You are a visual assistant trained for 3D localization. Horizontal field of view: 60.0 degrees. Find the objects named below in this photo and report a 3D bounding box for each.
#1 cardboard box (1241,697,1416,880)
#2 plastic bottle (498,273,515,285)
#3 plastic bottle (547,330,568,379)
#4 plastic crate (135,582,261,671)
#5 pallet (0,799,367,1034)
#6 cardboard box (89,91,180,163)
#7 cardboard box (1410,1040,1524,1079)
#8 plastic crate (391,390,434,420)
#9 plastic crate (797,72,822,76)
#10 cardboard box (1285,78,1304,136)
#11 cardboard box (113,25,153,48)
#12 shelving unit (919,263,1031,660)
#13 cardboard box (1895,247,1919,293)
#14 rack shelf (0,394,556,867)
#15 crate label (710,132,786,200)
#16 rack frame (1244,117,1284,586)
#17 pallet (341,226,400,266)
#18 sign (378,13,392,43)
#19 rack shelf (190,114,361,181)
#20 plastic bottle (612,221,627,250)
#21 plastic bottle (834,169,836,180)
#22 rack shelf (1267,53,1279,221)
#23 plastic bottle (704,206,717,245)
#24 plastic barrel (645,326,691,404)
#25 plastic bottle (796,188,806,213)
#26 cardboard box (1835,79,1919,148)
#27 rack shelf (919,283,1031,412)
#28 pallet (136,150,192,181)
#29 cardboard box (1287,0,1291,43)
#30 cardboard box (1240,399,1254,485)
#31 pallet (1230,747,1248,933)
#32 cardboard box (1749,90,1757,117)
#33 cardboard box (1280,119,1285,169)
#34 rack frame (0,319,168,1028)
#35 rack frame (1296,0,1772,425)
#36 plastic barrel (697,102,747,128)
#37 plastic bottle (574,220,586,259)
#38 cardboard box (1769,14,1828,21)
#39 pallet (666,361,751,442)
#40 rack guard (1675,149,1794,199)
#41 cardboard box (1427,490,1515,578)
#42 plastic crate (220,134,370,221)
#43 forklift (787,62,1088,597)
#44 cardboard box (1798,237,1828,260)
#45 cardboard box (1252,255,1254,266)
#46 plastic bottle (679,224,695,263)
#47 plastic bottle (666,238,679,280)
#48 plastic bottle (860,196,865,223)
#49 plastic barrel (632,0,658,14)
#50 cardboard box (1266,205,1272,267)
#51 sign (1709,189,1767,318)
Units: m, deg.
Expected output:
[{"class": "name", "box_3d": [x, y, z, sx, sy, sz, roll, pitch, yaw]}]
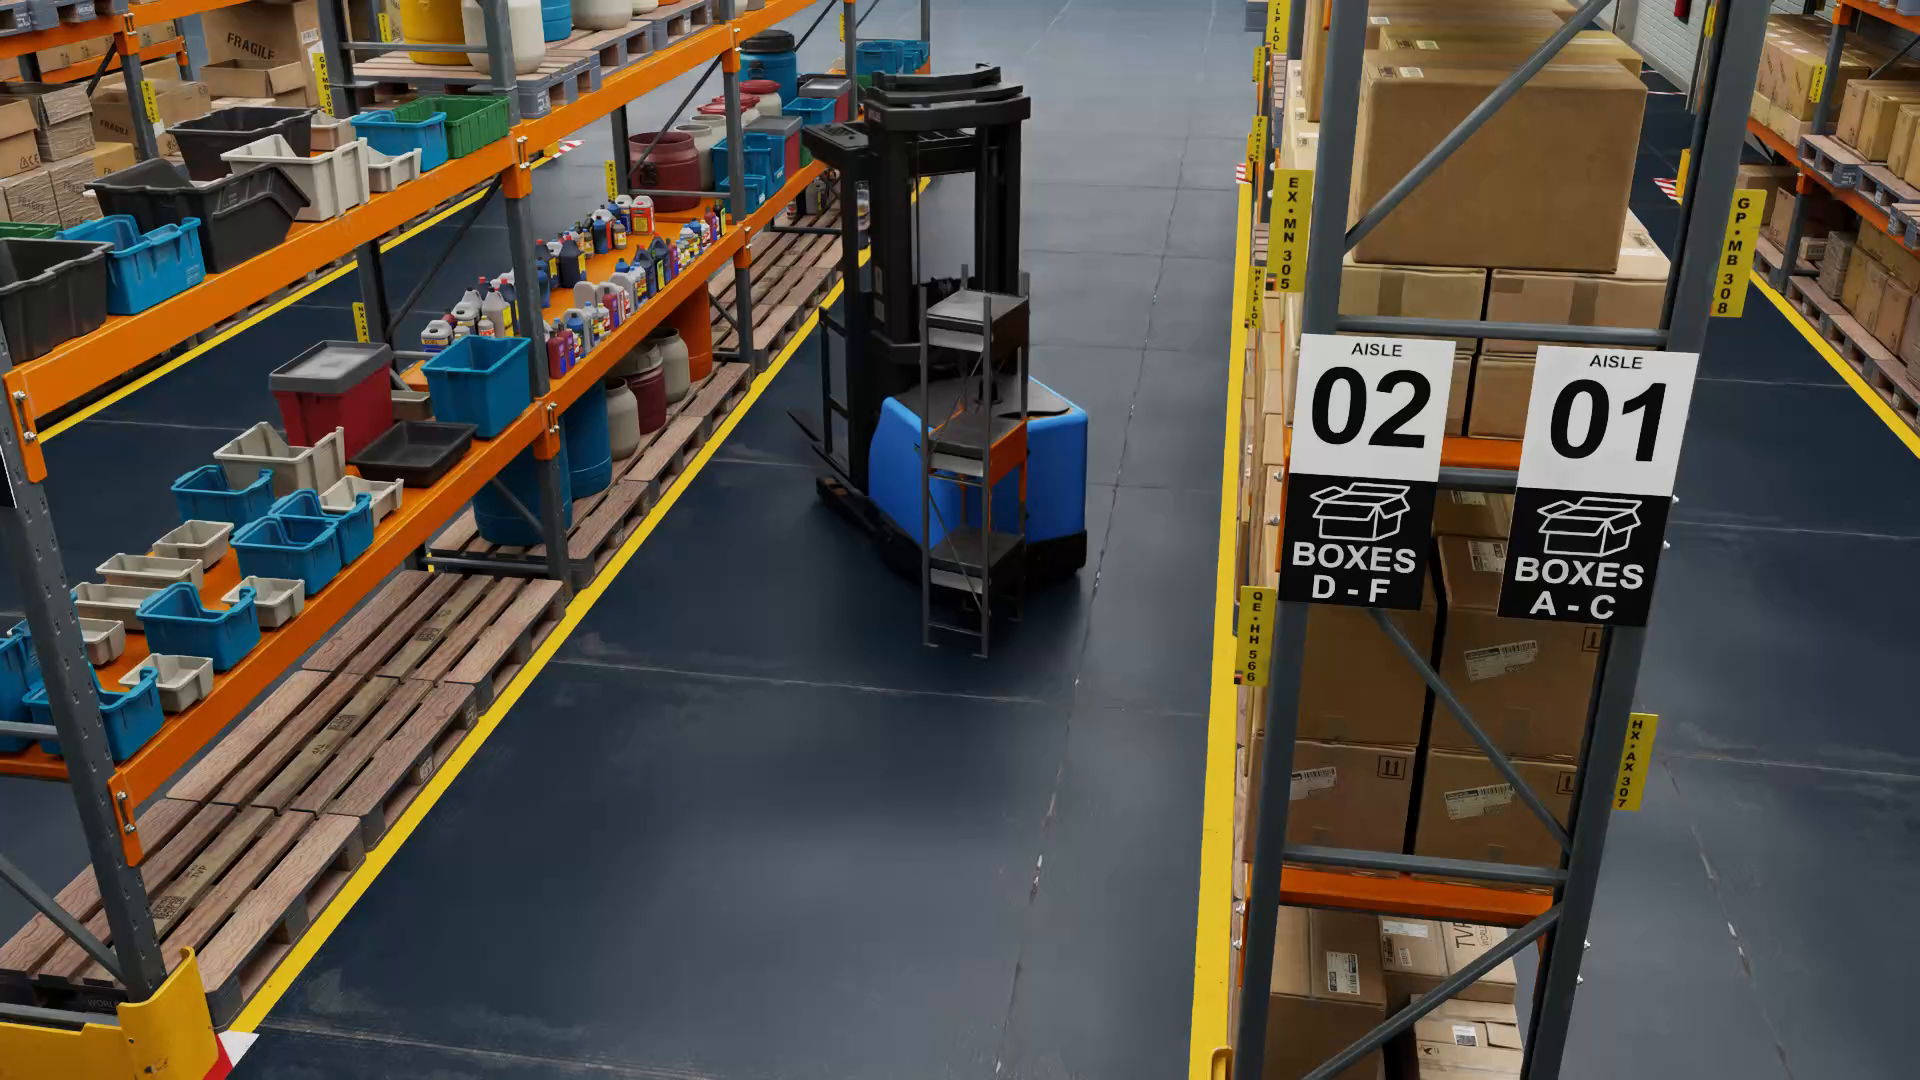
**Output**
[{"class": "cardboard box", "box_3d": [1.211, 0.747, 5.498, 0.500, 0.500, 0.500, 5, 26, 10]}, {"class": "plastic bottle", "box_3d": [-2.917, -1.570, 10.713, 0.152, 0.276, 0.135, 4, 25, 9]}, {"class": "plastic bottle", "box_3d": [-2.345, -1.090, 9.679, 0.061, 0.283, 0.133, 4, 25, 9]}, {"class": "plastic crate", "box_3d": [-3.007, 0.347, 6.598, 0.416, 0.233, 0.300, 4, 25, 9]}, {"class": "pallet", "box_3d": [-3.307, 1.574, 7.137, 1.003, 0.211, 1.213, 4, 25, 9]}, {"class": "cardboard box", "box_3d": [-7.010, -3.499, 14.075, 0.500, 0.500, 0.500, 1, 25, 2]}, {"class": "cardboard box", "box_3d": [1.814, 1.939, 5.913, 0.380, 0.149, 0.250, 4, 25, 9]}, {"class": "plastic crate", "box_3d": [-3.043, -0.742, 9.038, 0.396, 0.136, 0.243, 4, 25, 9]}, {"class": "plastic crate", "box_3d": [-1.606, -4.779, 17.598, 0.499, 0.251, 0.616, 4, 25, 9]}, {"class": "cardboard box", "box_3d": [1.655, -1.796, 7.098, 0.500, 0.250, 0.500, 4, 25, 9]}, {"class": "cardboard box", "box_3d": [-10.713, -6.445, 20.804, 0.875, 0.550, 0.550, 4, 25, 9]}, {"class": "shelving unit", "box_3d": [0.082, -0.413, 9.155, 0.431, 2.100, 0.503, 12, 28, 23]}, {"class": "cardboard box", "box_3d": [7.902, -2.167, 13.386, 0.500, 0.250, 0.500, 4, 25, 8]}, {"class": "rack shelf", "box_3d": [-3.153, 0.143, 7.755, 1.077, 0.370, 4.000, 4, 25, 9]}, {"class": "crate label", "box_3d": [-1.743, -3.105, 13.804, 0.502, 0.435, 0.616, 4, 25, 9]}, {"class": "rack frame", "box_3d": [2.060, -0.675, 8.653, 1.000, 3.000, 0.127, 4, 25, 9]}, {"class": "pallet", "box_3d": [-6.531, -3.120, 17.166, 1.003, 0.211, 1.213, 4, 25, 9]}, {"class": "sign", "box_3d": [-5.857, -5.196, 16.946, 0.100, 0.325, 0.005, 4, 25, 9]}, {"class": "rack shelf", "box_3d": [-6.732, -3.546, 15.636, 1.077, 0.370, 4.000, 4, 25, 9]}, {"class": "plastic bottle", "box_3d": [-2.512, -2.249, 12.251, 0.097, 0.201, 0.097, 0, 25, 0]}, {"class": "plastic bottle", "box_3d": [-1.469, -4.265, 19.023, 0.097, 0.271, 0.097, 0, 25, 0]}, {"class": "rack shelf", "box_3d": [2.387, -2.544, 9.956, 1.077, 0.370, 4.000, 4, 25, 9]}, {"class": "plastic bottle", "box_3d": [-1.855, -2.344, 12.357, 0.061, 0.283, 0.133, 4, 25, 9]}, {"class": "plastic barrel", "box_3d": [-2.240, -1.307, 12.444, 0.421, 0.512, 0.421, 0, 25, 0]}, {"class": "plastic bottle", "box_3d": [-1.698, -3.654, 17.624, 0.144, 0.351, 0.185, 3, 25, 7]}, {"class": "cardboard box", "box_3d": [8.138, -3.713, 14.507, 0.700, 0.500, 0.500, 4, 25, 9]}, {"class": "rack shelf", "box_3d": [0.082, -1.034, 8.864, 0.431, 0.518, 0.480, 12, 28, 23]}, {"class": "pallet", "box_3d": [-7.048, -3.254, 14.390, 1.213, 0.211, 1.003, 4, 25, 9]}, {"class": "cardboard box", "box_3d": [2.676, -3.566, 11.175, 0.910, 0.500, 0.500, 4, 25, 9]}, {"class": "cardboard box", "box_3d": [2.110, -0.597, 10.916, 0.500, 0.500, 0.500, 3, 25, 7]}, {"class": "pallet", "box_3d": [1.750, 1.387, 7.537, 1.003, 0.211, 1.213, 4, 25, 9]}, {"class": "cardboard box", "box_3d": [8.271, -4.469, 16.912, 0.500, 0.250, 0.500, 4, 25, 9]}, {"class": "cardboard box", "box_3d": [1.736, -1.779, 7.651, 0.500, 0.250, 0.500, 4, 25, 9]}, {"class": "rack frame", "box_3d": [-3.480, 0.654, 5.815, 1.000, 3.000, 0.127, 4, 25, 9]}, {"class": "rack frame", "box_3d": [1.406, -1.719, 3.807, 1.000, 3.000, 0.127, 4, 25, 9]}, {"class": "plastic barrel", "box_3d": [-2.082, -3.554, 14.644, 0.433, 0.535, 0.433, 0, 25, 0]}, {"class": "plastic bottle", "box_3d": [-2.742, -2.138, 11.917, 0.061, 0.283, 0.133, 4, 25, 9]}, {"class": "cardboard box", "box_3d": [9.041, -5.421, 18.061, 0.500, 0.500, 0.500, 4, 25, 8]}, {"class": "pallet", "box_3d": [-2.260, -1.097, 12.844, 1.003, 0.211, 1.213, 4, 25, 9]}, {"class": "rack guard", "box_3d": [8.896, -4.188, 19.107, 1.175, 0.500, 0.348, 4, 25, 9]}, {"class": "cardboard box", "box_3d": [1.817, 0.114, 5.671, 0.500, 0.500, 0.500, 4, 25, 9]}, {"class": "plastic crate", "box_3d": [-2.813, -1.557, 7.139, 0.437, 0.282, 0.530, 4, 25, 9]}, {"class": "forklift", "box_3d": [-0.321, -1.583, 10.676, 1.130, 2.935, 3.031, -12, 27, -23]}, {"class": "cardboard box", "box_3d": [8.313, -2.821, 16.061, 0.380, 0.166, 0.250, 1, 25, 2]}, {"class": "cardboard box", "box_3d": [2.804, -2.421, 14.470, 0.500, 0.311, 0.500, 5, 25, 10]}, {"class": "plastic bottle", "box_3d": [-1.956, -2.129, 11.912, 0.097, 0.271, 0.097, 0, 25, 0]}, {"class": "plastic bottle", "box_3d": [-2.005, -1.963, 11.542, 0.061, 0.283, 0.133, 4, 25, 9]}, {"class": "plastic bottle", "box_3d": [-1.034, -3.432, 17.242, 0.097, 0.271, 0.097, 0, 25, 0]}, {"class": "plastic barrel", "box_3d": [-2.203, -3.720, 11.288, 0.301, 0.262, 0.301, 0, 25, 0]}, {"class": "cardboard box", "box_3d": [2.384, -1.942, 10.748, 0.700, 0.500, 0.500, 9, 27, 18]}, {"class": "sign", "box_3d": [1.942, -0.718, 4.177, 0.100, 0.325, 0.005, 4, 25, 9]}]
